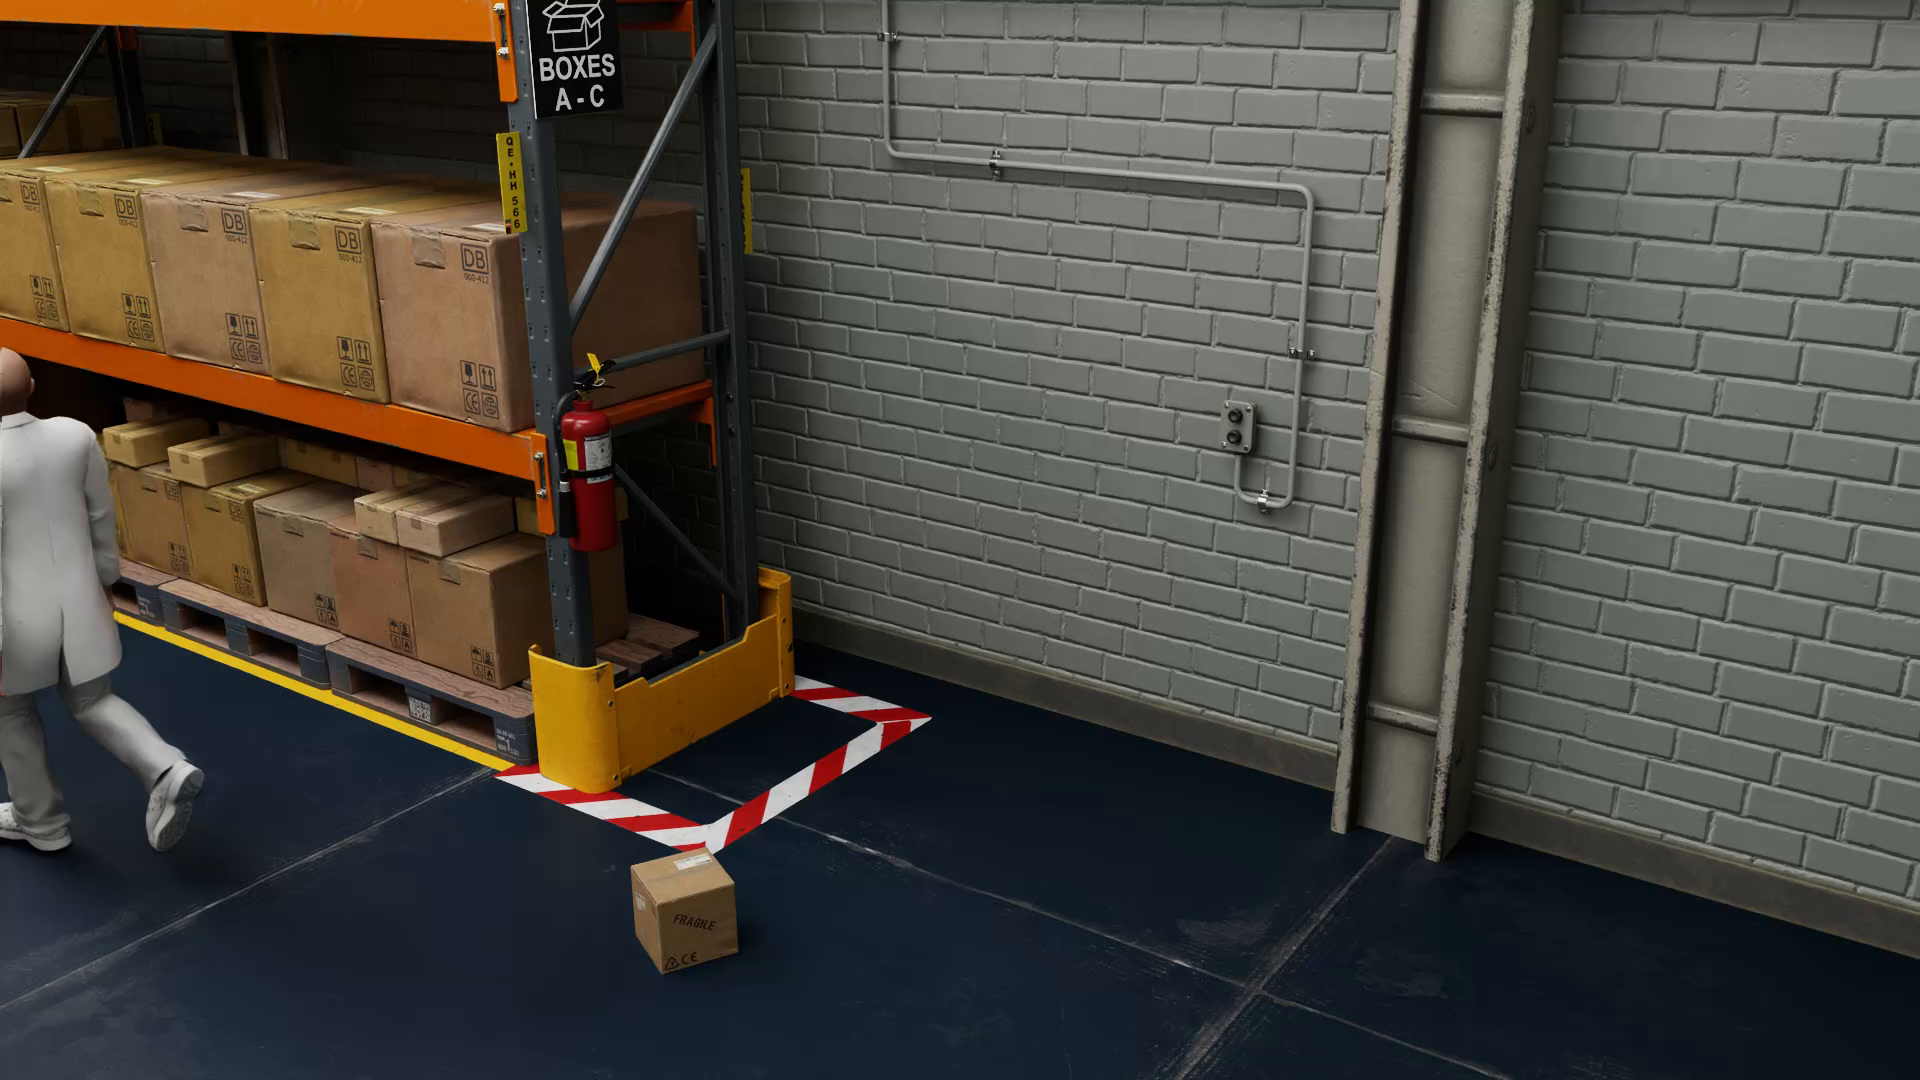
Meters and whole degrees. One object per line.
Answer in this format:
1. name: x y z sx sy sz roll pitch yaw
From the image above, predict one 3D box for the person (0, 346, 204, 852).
1. person: -2.968 0.229 5.436 0.893 1.746 0.629 11 22 28
